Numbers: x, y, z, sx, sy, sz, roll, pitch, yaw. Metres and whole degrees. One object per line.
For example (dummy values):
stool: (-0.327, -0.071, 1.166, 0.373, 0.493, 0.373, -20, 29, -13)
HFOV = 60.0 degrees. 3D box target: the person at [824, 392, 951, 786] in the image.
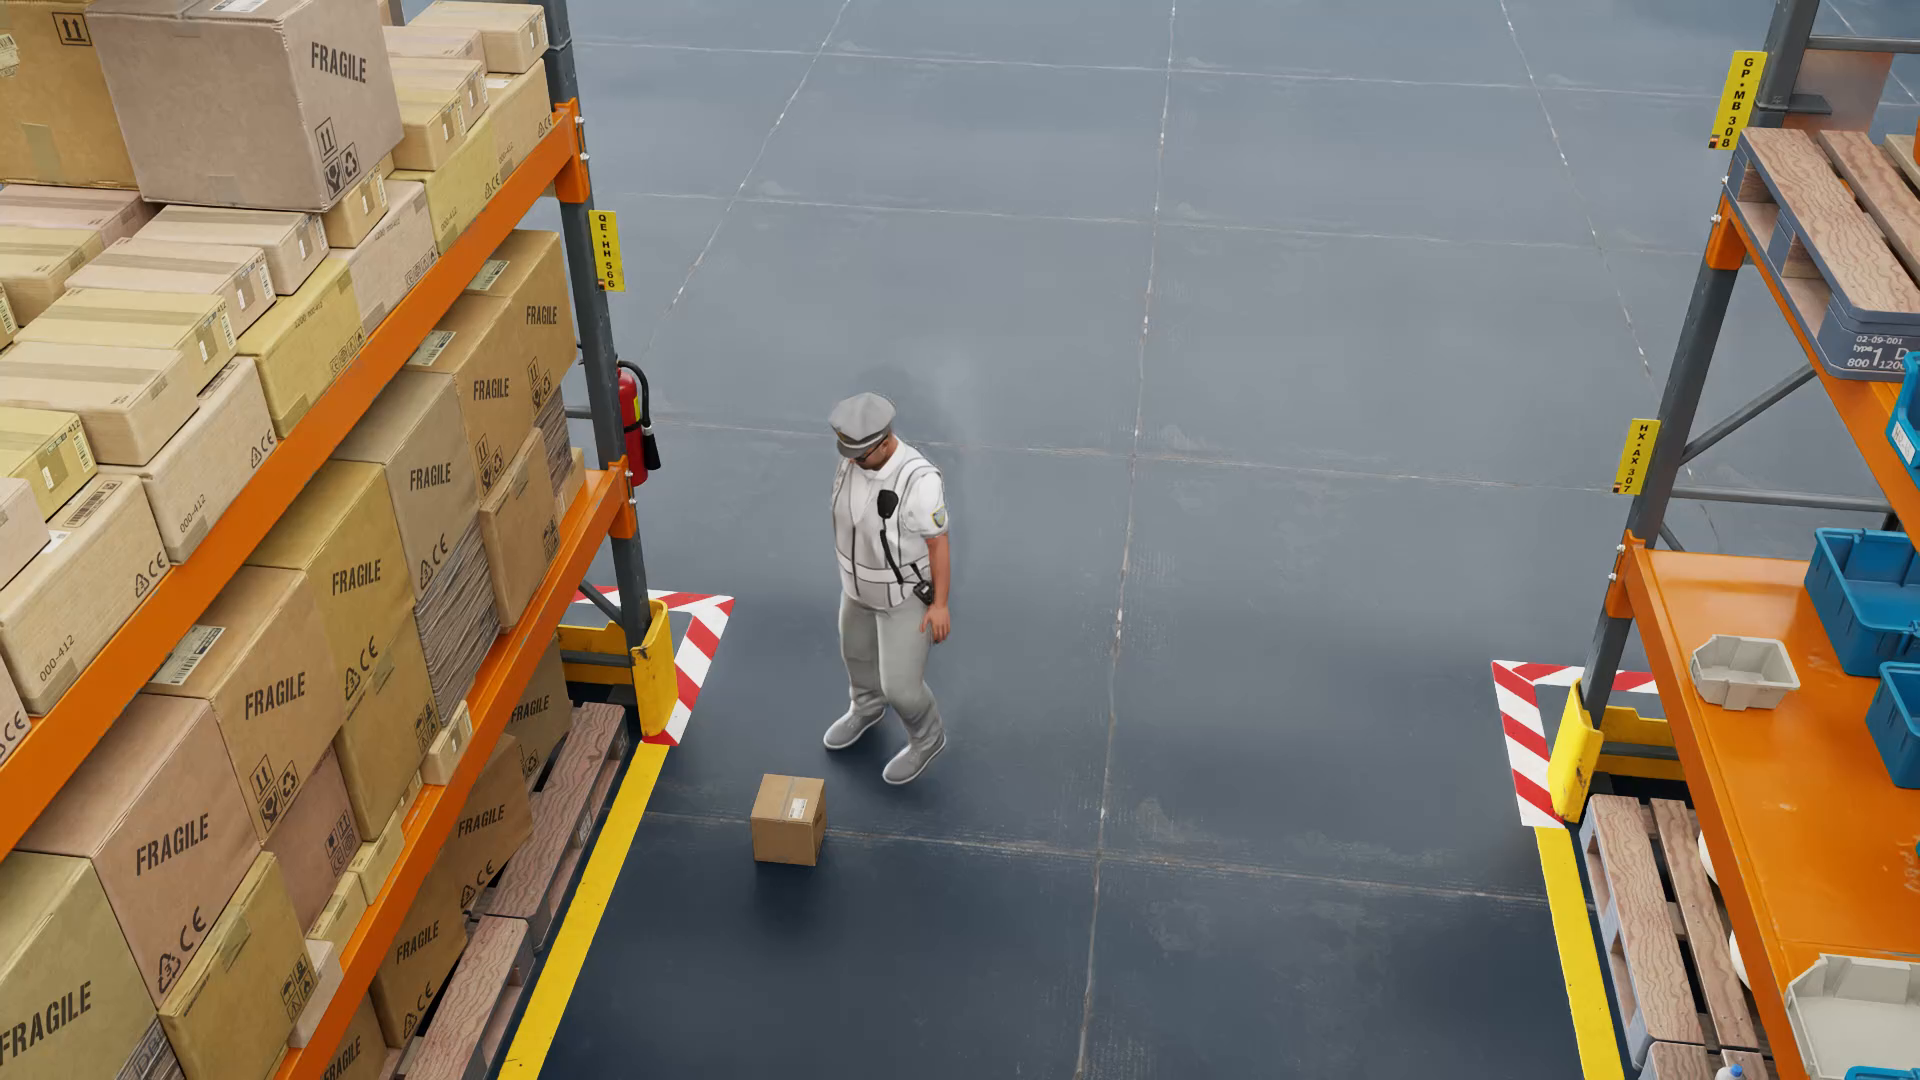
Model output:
person: (-0.298, 0.196, 6.737, 0.606, 1.742, 0.425, 27, 44, 32)
